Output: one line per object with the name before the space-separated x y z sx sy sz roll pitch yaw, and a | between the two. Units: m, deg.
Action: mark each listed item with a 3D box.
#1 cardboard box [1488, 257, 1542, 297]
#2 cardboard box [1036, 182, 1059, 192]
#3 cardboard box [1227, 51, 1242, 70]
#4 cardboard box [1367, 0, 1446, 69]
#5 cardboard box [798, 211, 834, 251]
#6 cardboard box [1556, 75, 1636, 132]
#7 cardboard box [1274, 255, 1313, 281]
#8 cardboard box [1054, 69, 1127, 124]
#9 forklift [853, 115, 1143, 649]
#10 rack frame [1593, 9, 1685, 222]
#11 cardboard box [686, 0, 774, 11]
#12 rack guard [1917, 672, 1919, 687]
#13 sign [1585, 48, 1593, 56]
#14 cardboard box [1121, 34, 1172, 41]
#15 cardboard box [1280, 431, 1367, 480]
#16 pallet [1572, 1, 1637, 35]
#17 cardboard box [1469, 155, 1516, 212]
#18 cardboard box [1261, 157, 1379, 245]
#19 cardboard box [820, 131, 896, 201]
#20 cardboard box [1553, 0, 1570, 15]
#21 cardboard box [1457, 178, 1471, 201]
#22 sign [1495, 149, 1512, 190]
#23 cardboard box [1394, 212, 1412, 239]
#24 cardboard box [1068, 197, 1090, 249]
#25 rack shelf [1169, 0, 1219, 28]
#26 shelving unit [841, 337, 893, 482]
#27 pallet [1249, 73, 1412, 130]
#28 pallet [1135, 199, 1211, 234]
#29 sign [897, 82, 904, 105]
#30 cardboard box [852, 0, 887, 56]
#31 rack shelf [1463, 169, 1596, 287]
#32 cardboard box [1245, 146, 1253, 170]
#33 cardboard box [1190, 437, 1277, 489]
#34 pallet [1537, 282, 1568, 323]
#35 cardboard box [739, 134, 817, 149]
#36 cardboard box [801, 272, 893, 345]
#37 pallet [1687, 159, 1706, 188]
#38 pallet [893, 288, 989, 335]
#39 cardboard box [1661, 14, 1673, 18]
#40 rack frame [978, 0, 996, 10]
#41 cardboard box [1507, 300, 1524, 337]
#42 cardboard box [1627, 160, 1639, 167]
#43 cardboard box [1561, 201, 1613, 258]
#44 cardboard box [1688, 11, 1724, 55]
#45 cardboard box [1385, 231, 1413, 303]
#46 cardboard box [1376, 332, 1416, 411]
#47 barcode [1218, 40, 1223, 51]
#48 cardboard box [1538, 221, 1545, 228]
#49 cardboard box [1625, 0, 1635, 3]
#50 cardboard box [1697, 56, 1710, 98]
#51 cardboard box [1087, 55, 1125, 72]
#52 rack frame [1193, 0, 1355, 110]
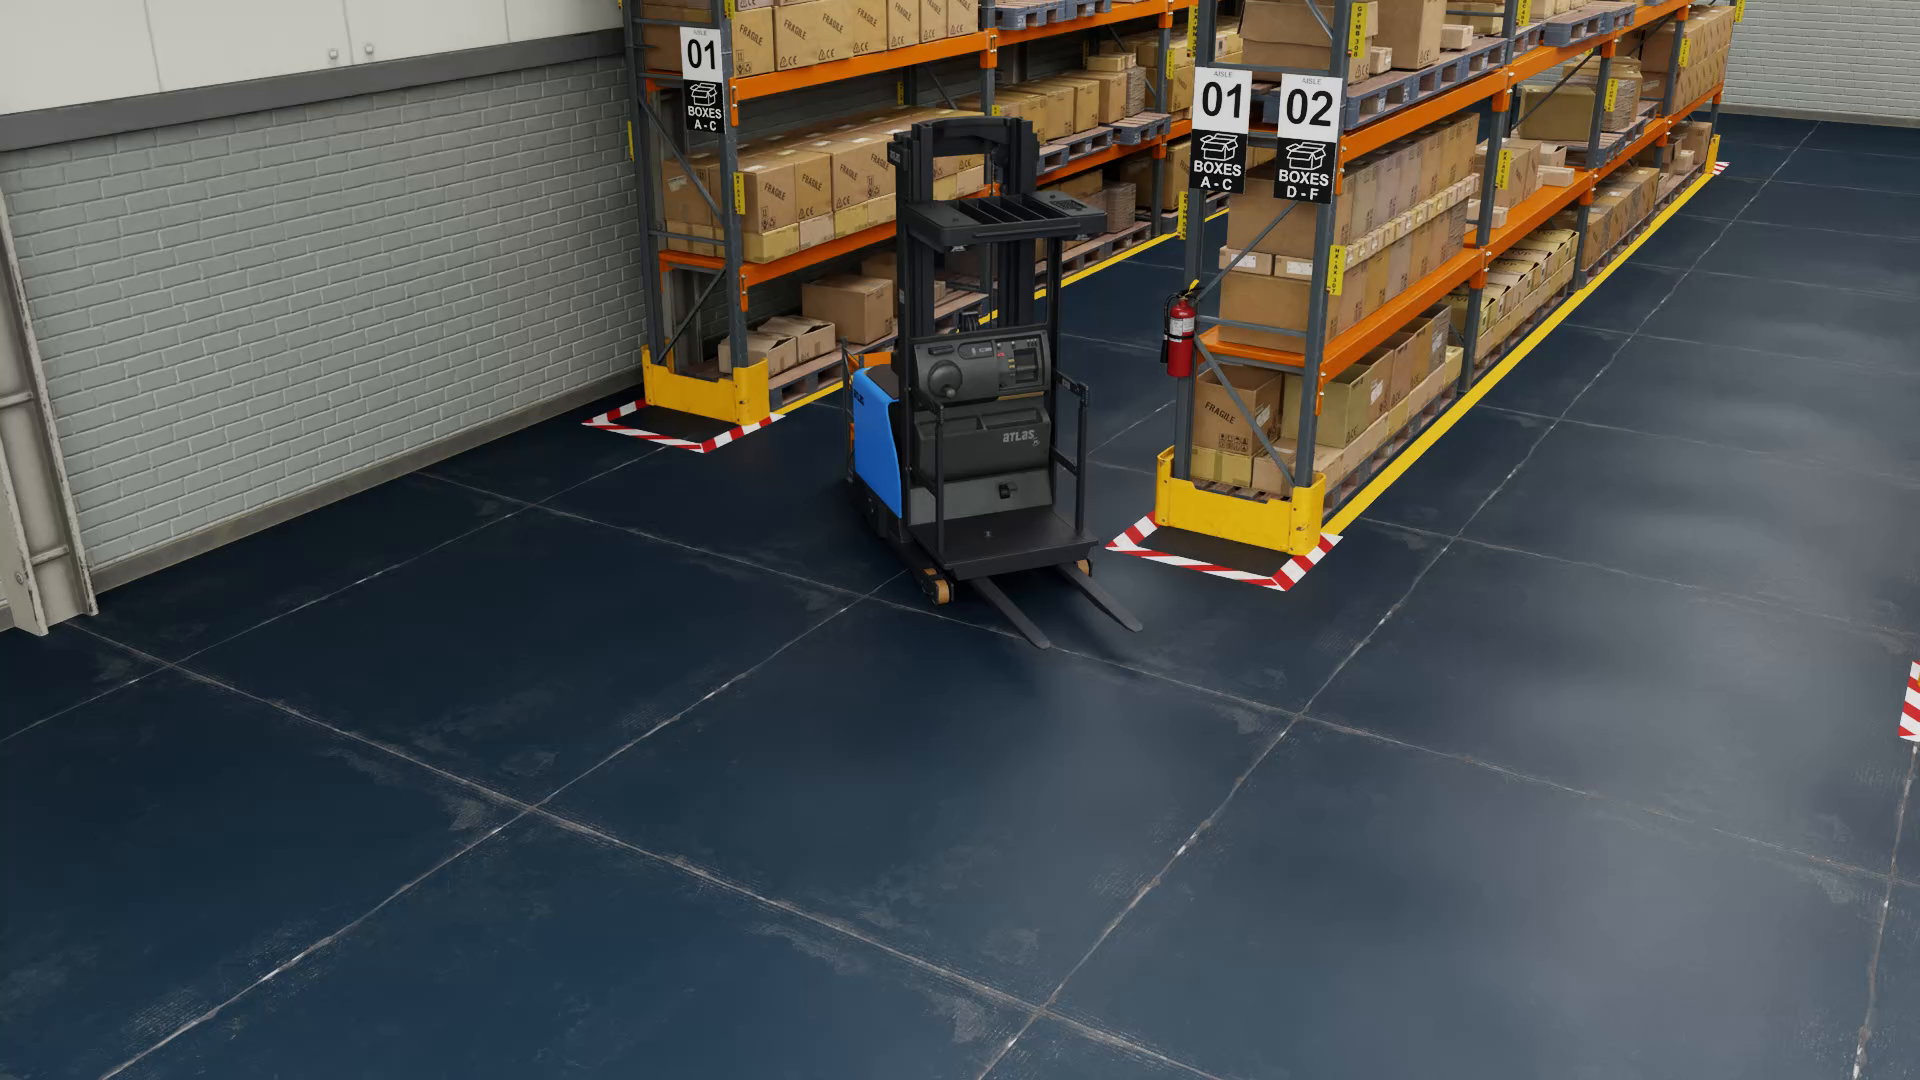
cardboard box | 5.334 -2.590 16.184 0.500 0.311 0.500 15 27 30
cardboard box | 0.759 -3.809 18.421 0.500 0.250 0.500 13 27 27
cardboard box | 3.283 -6.004 21.317 0.500 0.500 0.500 15 27 30
cardboard box | 3.093 -3.628 11.749 0.500 0.500 0.500 14 27 29
cardboard box | -1.437 -2.699 14.373 0.500 0.250 0.500 13 27 27
cardboard box | 7.086 -4.889 18.613 0.700 0.500 0.500 20 31 39
cardboard box | 2.375 -1.876 11.366 0.380 0.149 0.250 14 27 29
cardboard box | 1.483 -5.075 19.018 0.700 0.500 0.500 11 26 24
forklift | 0.231 -1.113 10.631 1.130 2.935 3.031 -9 25 -20
rack frame | 8.315 -5.496 20.669 1.000 3.000 0.127 14 27 29
cardboard box | -1.816 -4.452 13.073 0.500 0.500 0.500 12 26 25
rack guard | 6.191 0.705 9.491 1.175 0.500 0.348 14 27 29
sign | 7.850 -6.004 20.754 0.100 0.325 0.005 14 27 29
cardboard box | 2.290 -6.100 20.595 0.500 0.250 0.500 13 27 27
cardboard box | 2.717 -0.680 12.478 0.500 0.250 0.500 14 27 29
pallet | 5.923 -5.188 16.420 1.213 0.211 1.003 15 28 31
cardboard box | 4.792 -3.275 15.413 0.500 0.500 0.500 16 28 33
cardboard box | 2.543 -2.438 11.847 0.700 0.500 0.500 13 27 28
cardboard box | -0.909 -3.379 15.000 0.500 0.500 0.500 15 27 31
cardboard box | 5.441 -5.110 15.662 0.500 0.250 0.500 13 27 28
cardboard box | 4.001 -2.919 13.775 0.380 0.149 0.250 13 27 28
sign | 4.567 -3.113 13.977 0.100 0.325 0.005 14 27 29
cardboard box | 3.186 -2.395 12.564 0.380 0.149 0.250 14 27 29
cardboard box | 1.050 -3.660 19.022 0.700 0.500 0.500 14 27 29
rack shelf | 3.049 -6.904 21.052 1.077 0.370 4.000 14 27 29
shelving unit | -0.310 -0.975 12.586 1.048 1.125 0.538 -8 25 -18
pallet | 2.380 -3.015 11.274 1.003 0.211 1.213 14 27 29
pallet | 2.474 -4.153 21.078 1.003 0.211 1.213 14 27 29
sign | -0.589 -4.479 16.863 0.100 0.325 0.005 14 27 29
cardboard box | -0.988 -4.509 14.464 0.500 0.500 0.500 16 28 32
rack shelf | 5.150 -3.140 16.134 1.077 0.370 4.000 14 27 29
cardboard box | 3.406 -5.191 22.143 0.750 0.750 0.750 15 27 31
cardboard box | 2.017 -0.619 12.337 0.500 0.250 0.500 14 27 29
pallet | 5.737 -2.596 17.481 1.003 0.211 1.213 14 27 29
cardboard box | -1.615 -3.314 14.848 0.500 0.500 0.500 13 27 28
cardboard box | -1.054 -2.181 15.605 0.700 0.500 0.500 12 26 26
pallet | 9.965 -5.271 23.660 1.003 0.211 1.213 14 27 29
pallet | -0.440 -2.319 16.840 1.003 0.211 1.213 14 27 29
cardboard box | 9.162 -6.738 22.155 0.500 0.500 0.500 14 27 28
rack frame | -0.116 -6.585 15.635 1.000 3.000 0.127 14 27 29
cardboard box | 5.060 -2.158 15.892 0.500 0.250 0.500 13 27 27
cardboard box | 8.770 -4.968 22.282 0.500 0.311 0.500 14 27 29
cardboard box | 6.959 -3.472 18.587 0.500 0.500 0.500 13 27 27
cardboard box | 9.888 -6.796 22.288 0.500 0.500 0.500 15 27 30
cardboard box | 3.056 -2.169 12.859 0.700 0.500 0.500 15 27 31
cardboard box | 3.250 -1.361 13.106 0.500 0.500 0.500 14 27 29
barcode | 1.734 -3.291 11.071 0.001 0.075 0.075 14 27 29
cardboard box | 6.499 -3.565 18.802 0.500 0.500 0.500 15 28 31
cardboard box | 6.675 -5.894 17.689 0.910 0.500 0.500 14 27 29
cardboard box | 9.615 -6.170 22.101 0.500 0.500 0.500 13 27 28
cardboard box | 1.681 -5.493 19.168 0.380 0.149 0.250 9 25 20
rack frame | 1.985 -4.199 10.121 1.000 3.000 0.127 14 27 29
